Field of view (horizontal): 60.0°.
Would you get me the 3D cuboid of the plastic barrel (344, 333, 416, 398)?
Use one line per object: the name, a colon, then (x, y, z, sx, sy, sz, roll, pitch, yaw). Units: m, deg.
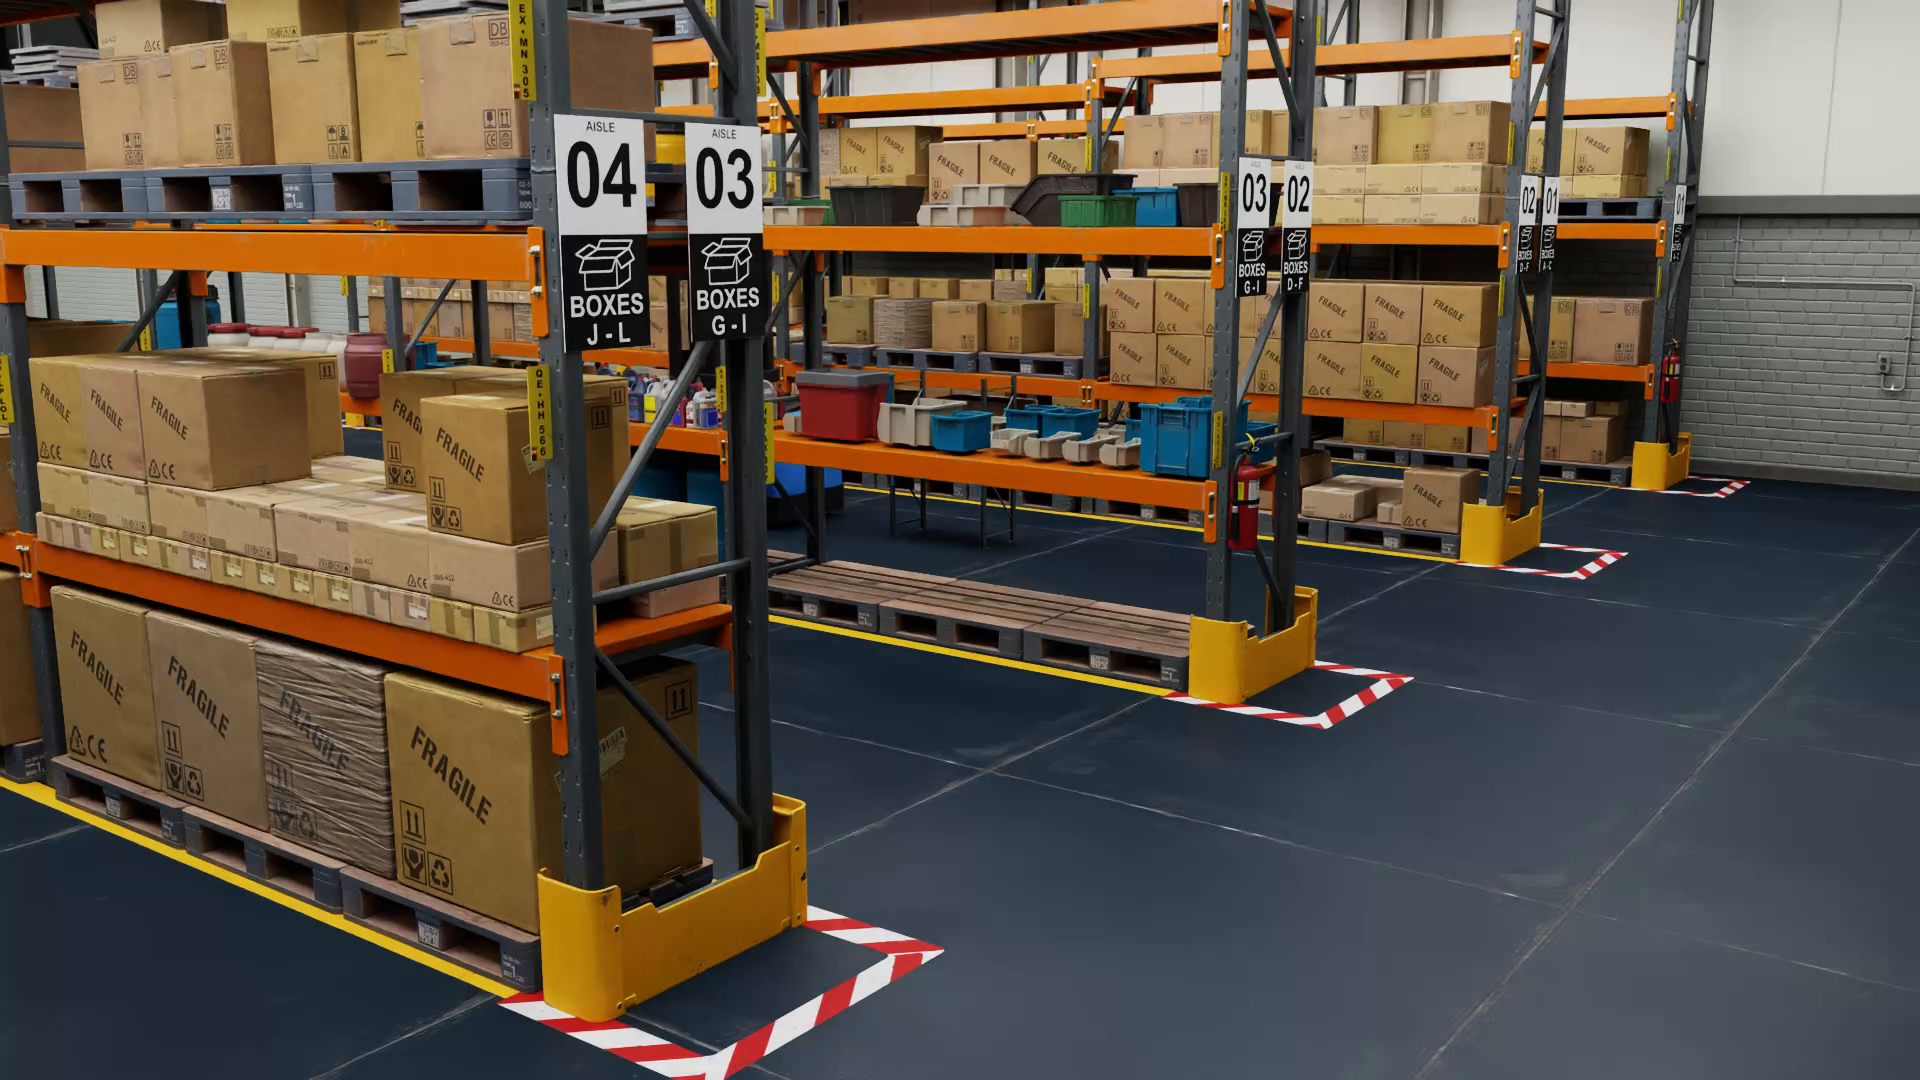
plastic barrel: (-5.179, -1.564, 14.860, 0.708, 0.536, 0.600, 8, 13, 36)

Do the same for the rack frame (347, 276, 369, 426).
rack frame: (-8.139, -3.149, 23.410, 0.127, 3.000, 1.000, 8, 13, 36)

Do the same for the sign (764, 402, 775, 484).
sign: (-0.776, -0.382, 6.620, 0.005, 0.325, 0.100, 8, 13, 36)

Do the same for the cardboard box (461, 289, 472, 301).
cardboard box: (-6.284, -3.208, 21.742, 0.250, 0.149, 0.380, 8, 14, 37)

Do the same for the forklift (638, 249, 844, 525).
forklift: (-2.645, -1.759, 16.405, 3.031, 2.935, 1.130, 7, 13, 33)

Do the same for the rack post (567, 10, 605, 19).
rack post: (-3.109, -3.950, 13.072, 0.954, 0.300, 0.937, 10, 15, 42)

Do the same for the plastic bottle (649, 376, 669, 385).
plastic bottle: (-2.483, -1.222, 13.774, 0.135, 0.276, 0.152, 8, 13, 36)

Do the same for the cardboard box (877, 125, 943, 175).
cardboard box: (-0.521, -4.098, 17.520, 0.500, 0.500, 0.500, 8, 13, 36)

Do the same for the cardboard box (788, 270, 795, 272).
cardboard box: (-2.656, -3.906, 25.690, 0.500, 0.500, 0.500, 8, 13, 35)

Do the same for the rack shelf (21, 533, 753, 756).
rack shelf: (-2.722, 0.294, 7.505, 4.000, 0.370, 1.077, 8, 13, 36)

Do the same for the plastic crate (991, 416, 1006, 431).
plastic crate: (0.179, -0.792, 11.764, 0.466, 0.136, 0.293, 8, 13, 36)

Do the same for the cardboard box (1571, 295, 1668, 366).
cardboard box: (7.269, -2.312, 18.294, 0.700, 0.700, 0.980, 9, 14, 38)

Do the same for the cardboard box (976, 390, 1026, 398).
cardboard box: (0.627, -2.070, 23.256, 0.500, 0.500, 0.700, 8, 14, 36)

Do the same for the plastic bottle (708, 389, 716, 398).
plastic bottle: (-2.000, -1.124, 13.466, 0.097, 0.201, 0.097, 0, 11, 0)

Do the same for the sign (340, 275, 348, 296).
sign: (-8.472, -3.529, 22.884, 0.005, 0.325, 0.100, 8, 13, 36)

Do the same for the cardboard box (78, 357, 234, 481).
cardboard box: (-3.707, -0.575, 7.741, 0.500, 0.500, 0.500, 8, 13, 36)

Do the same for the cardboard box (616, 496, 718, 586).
cardboard box: (-1.337, -0.002, 6.753, 0.500, 0.250, 0.500, 8, 13, 34)

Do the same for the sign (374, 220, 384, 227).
sign: (-4.946, -2.828, 14.129, 0.005, 0.325, 0.100, 8, 13, 36)

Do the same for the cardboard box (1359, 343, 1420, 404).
cardboard box: (3.815, -1.466, 14.446, 0.500, 0.500, 0.500, 8, 14, 36)

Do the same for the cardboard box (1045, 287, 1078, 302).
cardboard box: (1.478, -3.120, 22.158, 0.500, 0.500, 0.500, 8, 14, 37)

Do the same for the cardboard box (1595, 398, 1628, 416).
cardboard box: (7.282, -1.486, 18.583, 0.250, 0.149, 0.380, 8, 14, 36)

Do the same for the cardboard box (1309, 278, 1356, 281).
cardboard box: (3.319, -2.152, 15.361, 0.500, 0.500, 0.500, 8, 13, 35)

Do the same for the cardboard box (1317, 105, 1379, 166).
cardboard box: (3.514, -3.527, 14.571, 0.500, 0.500, 0.700, 8, 13, 36)

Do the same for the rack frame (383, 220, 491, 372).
rack frame: (-4.626, -1.492, 14.843, 0.127, 3.000, 1.000, 8, 13, 36)

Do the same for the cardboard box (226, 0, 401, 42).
cardboard box: (-2.732, -2.208, 7.041, 0.500, 0.250, 0.500, 7, 13, 34)

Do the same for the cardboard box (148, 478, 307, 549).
cardboard box: (-3.291, -0.149, 7.515, 0.500, 0.250, 0.500, 8, 14, 37)

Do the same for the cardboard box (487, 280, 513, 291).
cardboard box: (-5.684, -3.491, 21.498, 0.500, 0.500, 0.700, 8, 13, 35)

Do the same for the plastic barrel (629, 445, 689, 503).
plastic barrel: (-2.401, -0.361, 13.419, 0.708, 0.901, 0.600, 8, 13, 36)

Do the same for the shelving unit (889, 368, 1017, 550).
shelving unit: (-0.069, -0.746, 14.937, 1.048, 1.500, 0.538, 8, 13, 36)

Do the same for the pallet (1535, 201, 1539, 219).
pallet: (6.094, -3.757, 18.889, 1.213, 0.211, 1.003, 8, 13, 36)

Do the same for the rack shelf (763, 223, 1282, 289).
rack shelf: (0.210, -1.937, 11.140, 4.000, 0.370, 1.077, 8, 13, 36)

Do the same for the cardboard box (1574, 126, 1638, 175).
cardboard box: (6.935, -4.172, 17.852, 0.500, 0.500, 0.500, 8, 13, 35)

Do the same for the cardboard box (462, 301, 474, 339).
cardboard box: (-6.107, -2.913, 21.925, 0.500, 0.500, 0.700, 8, 14, 36)

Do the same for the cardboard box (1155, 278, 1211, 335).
cardboard box: (2.162, -2.186, 15.536, 0.500, 0.500, 0.500, 7, 13, 34)

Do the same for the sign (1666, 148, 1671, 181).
sign: (7.354, -3.896, 17.251, 0.005, 0.325, 0.100, 8, 13, 36)

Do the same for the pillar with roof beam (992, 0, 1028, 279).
pillar with roof beam: (-1.846, -5.573, 20.146, 0.400, 9.000, 9.100, 8, 13, 36)

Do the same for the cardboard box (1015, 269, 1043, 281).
cardboard box: (0.942, -3.626, 22.747, 0.250, 0.149, 0.380, 6, 12, 28)

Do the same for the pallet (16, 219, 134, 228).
pallet: (-5.102, -1.758, 8.826, 1.217, 0.209, 0.805, 7, 13, 33)

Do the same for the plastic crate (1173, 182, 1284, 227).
plastic crate: (1.677, -2.087, 10.366, 0.590, 0.269, 0.497, 8, 13, 36)

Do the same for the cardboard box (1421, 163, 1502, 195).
cardboard box: (4.192, -3.013, 13.890, 0.500, 0.250, 0.500, 8, 13, 36)

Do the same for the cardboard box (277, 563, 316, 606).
cardboard box: (-2.625, 0.156, 6.987, 0.250, 0.149, 0.380, 8, 14, 36)

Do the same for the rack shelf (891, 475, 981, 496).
rack shelf: (-0.069, -0.569, 14.971, 1.000, 0.185, 0.538, 8, 13, 36)

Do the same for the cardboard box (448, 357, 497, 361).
cardboard box: (-6.716, -2.248, 22.914, 0.500, 0.500, 0.500, 8, 13, 36)

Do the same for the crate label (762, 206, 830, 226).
crate label: (-1.179, -2.286, 11.746, 0.466, 0.136, 0.293, 8, 13, 36)

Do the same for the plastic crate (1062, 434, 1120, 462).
plastic crate: (0.833, -0.591, 10.724, 0.243, 0.136, 0.396, 8, 13, 36)

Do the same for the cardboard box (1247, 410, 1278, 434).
cardboard box: (3.861, -1.763, 20.797, 0.750, 0.750, 0.750, 8, 14, 36)

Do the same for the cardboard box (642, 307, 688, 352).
cardboard box: (-3.477, -2.544, 20.019, 0.500, 0.500, 0.500, 8, 14, 36)

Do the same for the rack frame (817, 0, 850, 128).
rack frame: (-1.986, -6.403, 24.437, 0.127, 3.000, 1.000, 8, 13, 36)

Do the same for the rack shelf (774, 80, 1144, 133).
rack shelf: (-0.079, -4.421, 17.135, 4.000, 0.370, 1.077, 8, 13, 36)

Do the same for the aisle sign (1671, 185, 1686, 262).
aisle sign: (7.567, -3.331, 17.508, 0.004, 0.787, 0.394, 8, 13, 36)

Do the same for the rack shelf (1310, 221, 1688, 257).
rack shelf: (6.074, -3.453, 18.979, 4.000, 0.370, 1.077, 8, 13, 36)

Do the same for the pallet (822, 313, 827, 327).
pallet: (-1.456, -3.256, 24.466, 1.213, 0.211, 1.003, 8, 13, 36)

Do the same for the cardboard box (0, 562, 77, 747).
cardboard box: (-4.861, 0.484, 9.117, 0.875, 0.875, 1.225, 8, 14, 36)

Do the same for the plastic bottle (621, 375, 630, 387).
plastic bottle: (-2.802, -1.236, 13.862, 0.097, 0.271, 0.097, 0, 11, 0)

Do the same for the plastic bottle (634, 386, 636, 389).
plastic bottle: (-2.553, -1.093, 13.119, 0.097, 0.271, 0.097, 0, 11, 0)

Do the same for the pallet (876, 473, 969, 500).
pallet: (-0.133, -0.653, 17.852, 1.213, 0.211, 1.003, 8, 13, 36)
